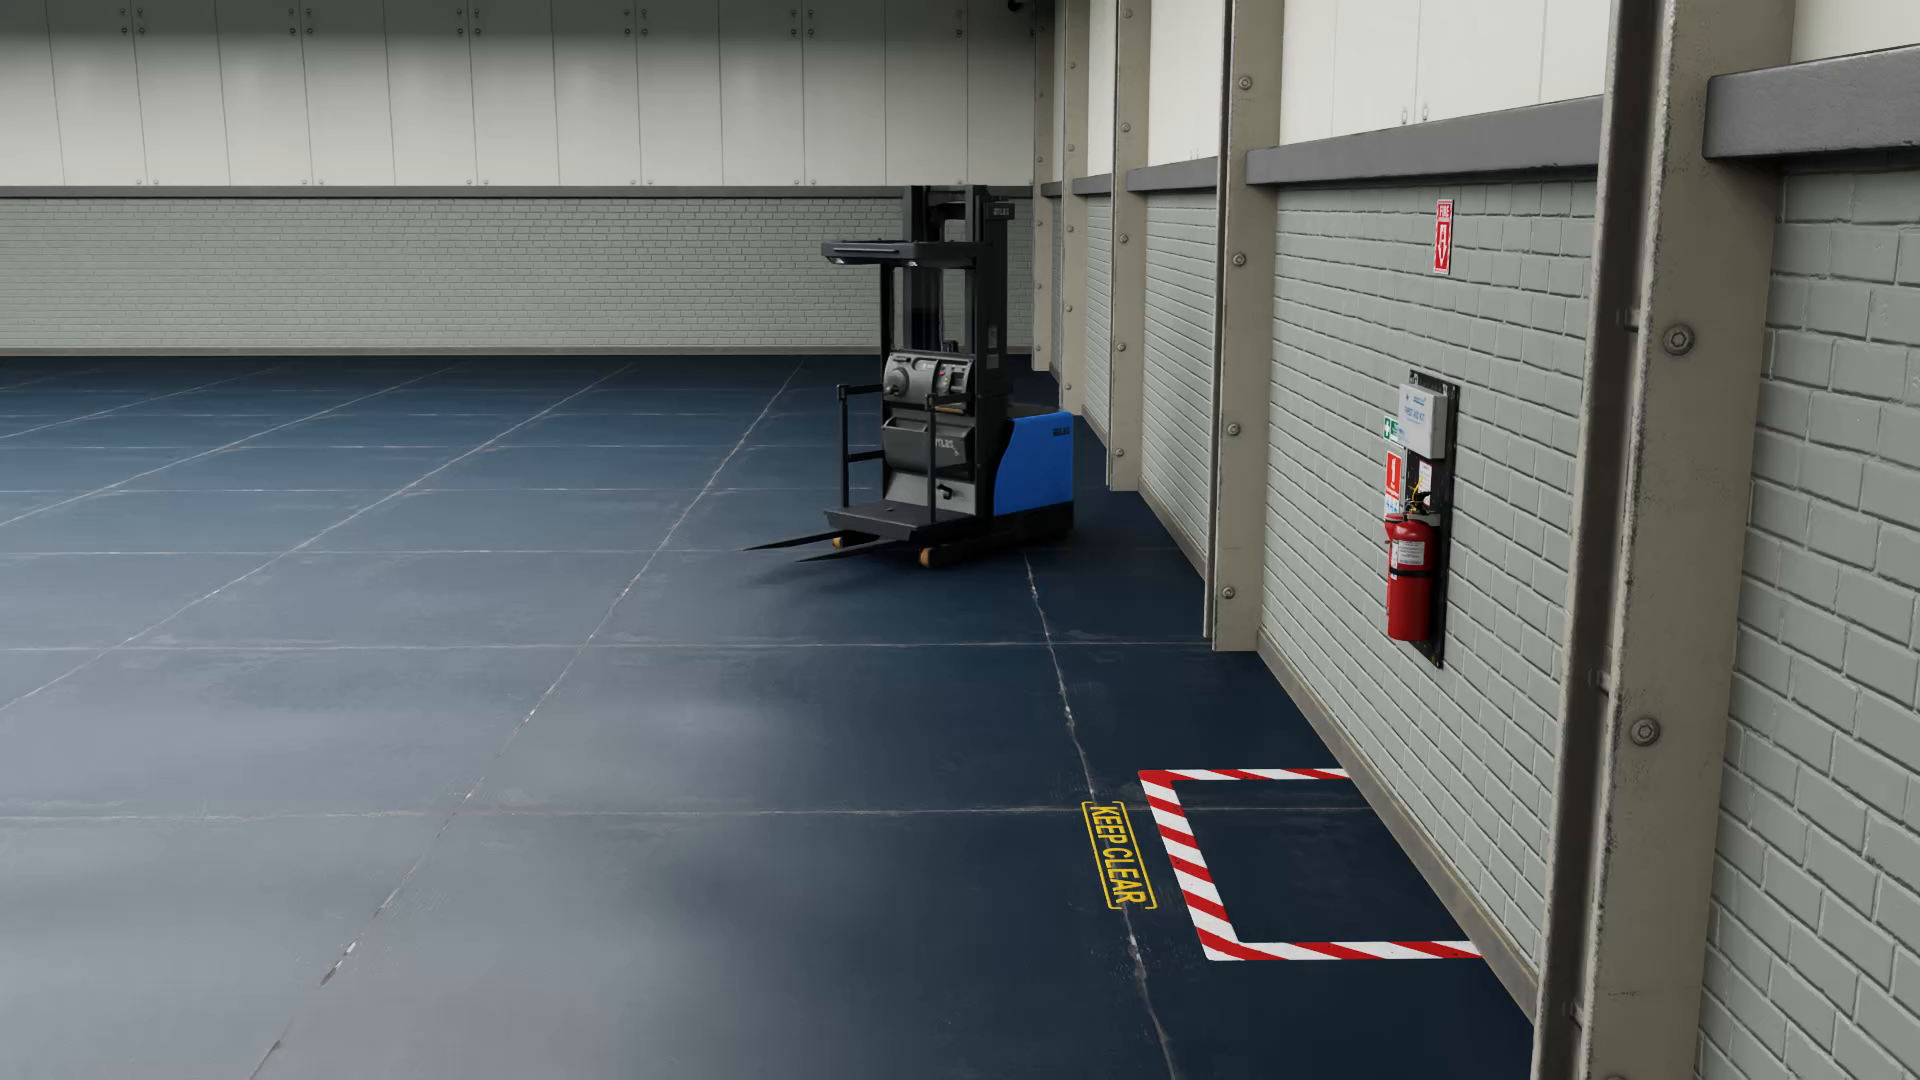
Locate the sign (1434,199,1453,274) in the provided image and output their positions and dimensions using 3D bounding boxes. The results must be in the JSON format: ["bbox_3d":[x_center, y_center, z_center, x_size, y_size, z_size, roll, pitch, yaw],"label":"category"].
[{"bbox_3d":[1.974,-1.241,6.799,0.001,0.298,0.199,0,11,-1],"label":"sign"}]

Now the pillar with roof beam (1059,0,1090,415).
[{"bbox_3d":[-2.788,-6.112,21.551,9.100,9.000,0.400,0,11,-1],"label":"pillar with roof beam"}]

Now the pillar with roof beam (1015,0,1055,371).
[{"bbox_3d":[-2.912,-7.304,27.430,9.100,9.000,0.548,0,11,-1],"label":"pillar with roof beam"}]

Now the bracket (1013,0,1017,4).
[{"bbox_3d":[0.992,-9.521,29.302,0.076,0.066,3.189,0,11,-1],"label":"bracket"}]

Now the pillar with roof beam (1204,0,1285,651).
[{"bbox_3d":[-2.540,-3.726,9.793,9.100,9.000,0.400,0,11,-1],"label":"pillar with roof beam"}]

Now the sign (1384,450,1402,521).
[{"bbox_3d":[1.967,-0.230,7.560,0.001,0.329,0.234,0,11,-1],"label":"sign"}]

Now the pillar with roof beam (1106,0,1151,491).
[{"bbox_3d":[-2.664,-4.919,15.672,9.100,9.000,0.400,0,11,-1],"label":"pillar with roof beam"}]

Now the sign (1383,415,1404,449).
[{"bbox_3d":[1.958,-0.489,7.503,0.001,0.109,0.331,0,11,-1],"label":"sign"}]

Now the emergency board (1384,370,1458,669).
[{"bbox_3d":[1.875,-0.102,7.020,0.194,1.169,0.643,0,11,-1],"label":"emergency board"}]

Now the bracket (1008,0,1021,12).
[{"bbox_3d":[0.979,-9.638,29.881,0.235,0.232,0.430,0,11,-1],"label":"bracket"}]

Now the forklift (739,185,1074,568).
[{"bbox_3d":[-0.401,-1.328,13.235,1.130,2.935,3.031,11,16,42],"label":"forklift"}]
